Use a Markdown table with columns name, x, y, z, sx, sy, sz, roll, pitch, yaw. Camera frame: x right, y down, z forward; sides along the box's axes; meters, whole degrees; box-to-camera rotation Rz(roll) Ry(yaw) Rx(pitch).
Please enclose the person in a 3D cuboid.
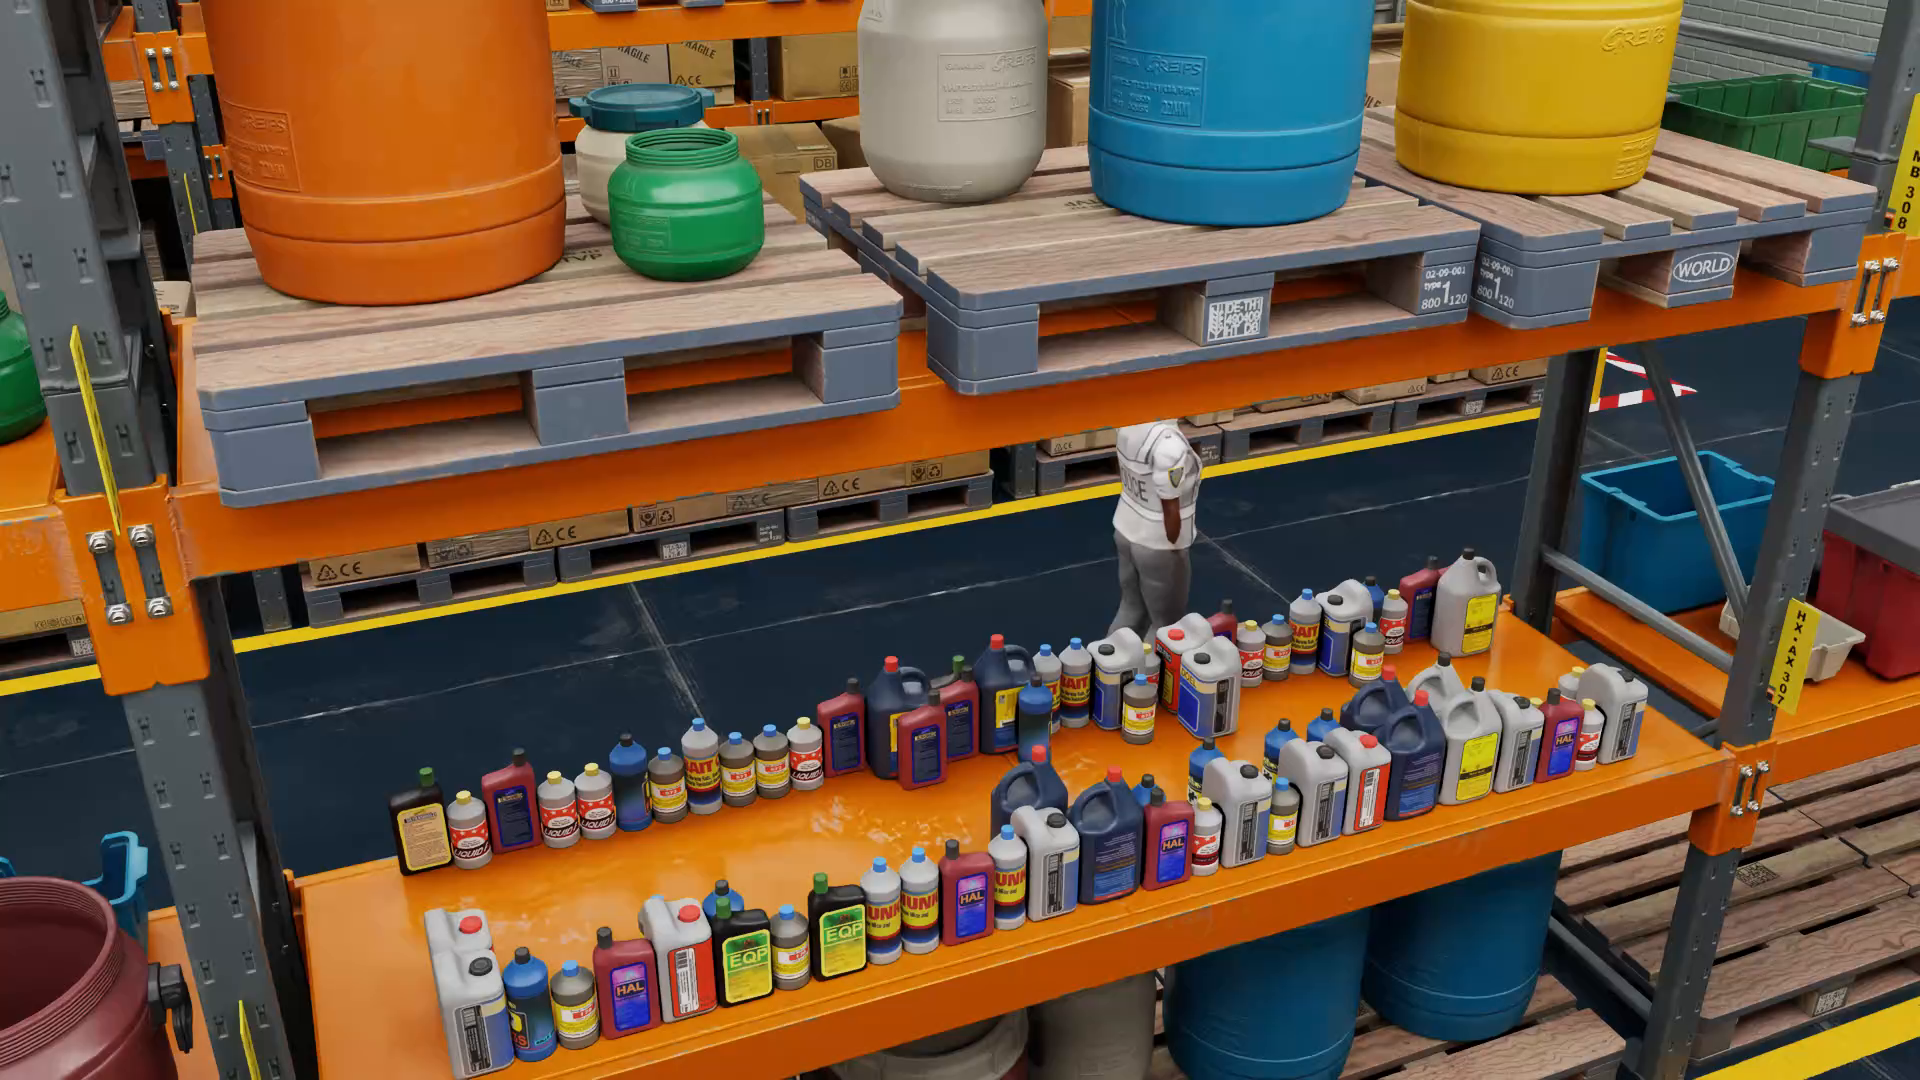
| name | x | y | z | sx | sy | sz | roll | pitch | yaw |
| --- | --- | --- | --- | --- | --- | --- | --- | --- | --- |
| person | 0.829 | 0.004 | 7.111 | 0.344 | 1.700 | 0.435 | -10 | 28 | -19 |
